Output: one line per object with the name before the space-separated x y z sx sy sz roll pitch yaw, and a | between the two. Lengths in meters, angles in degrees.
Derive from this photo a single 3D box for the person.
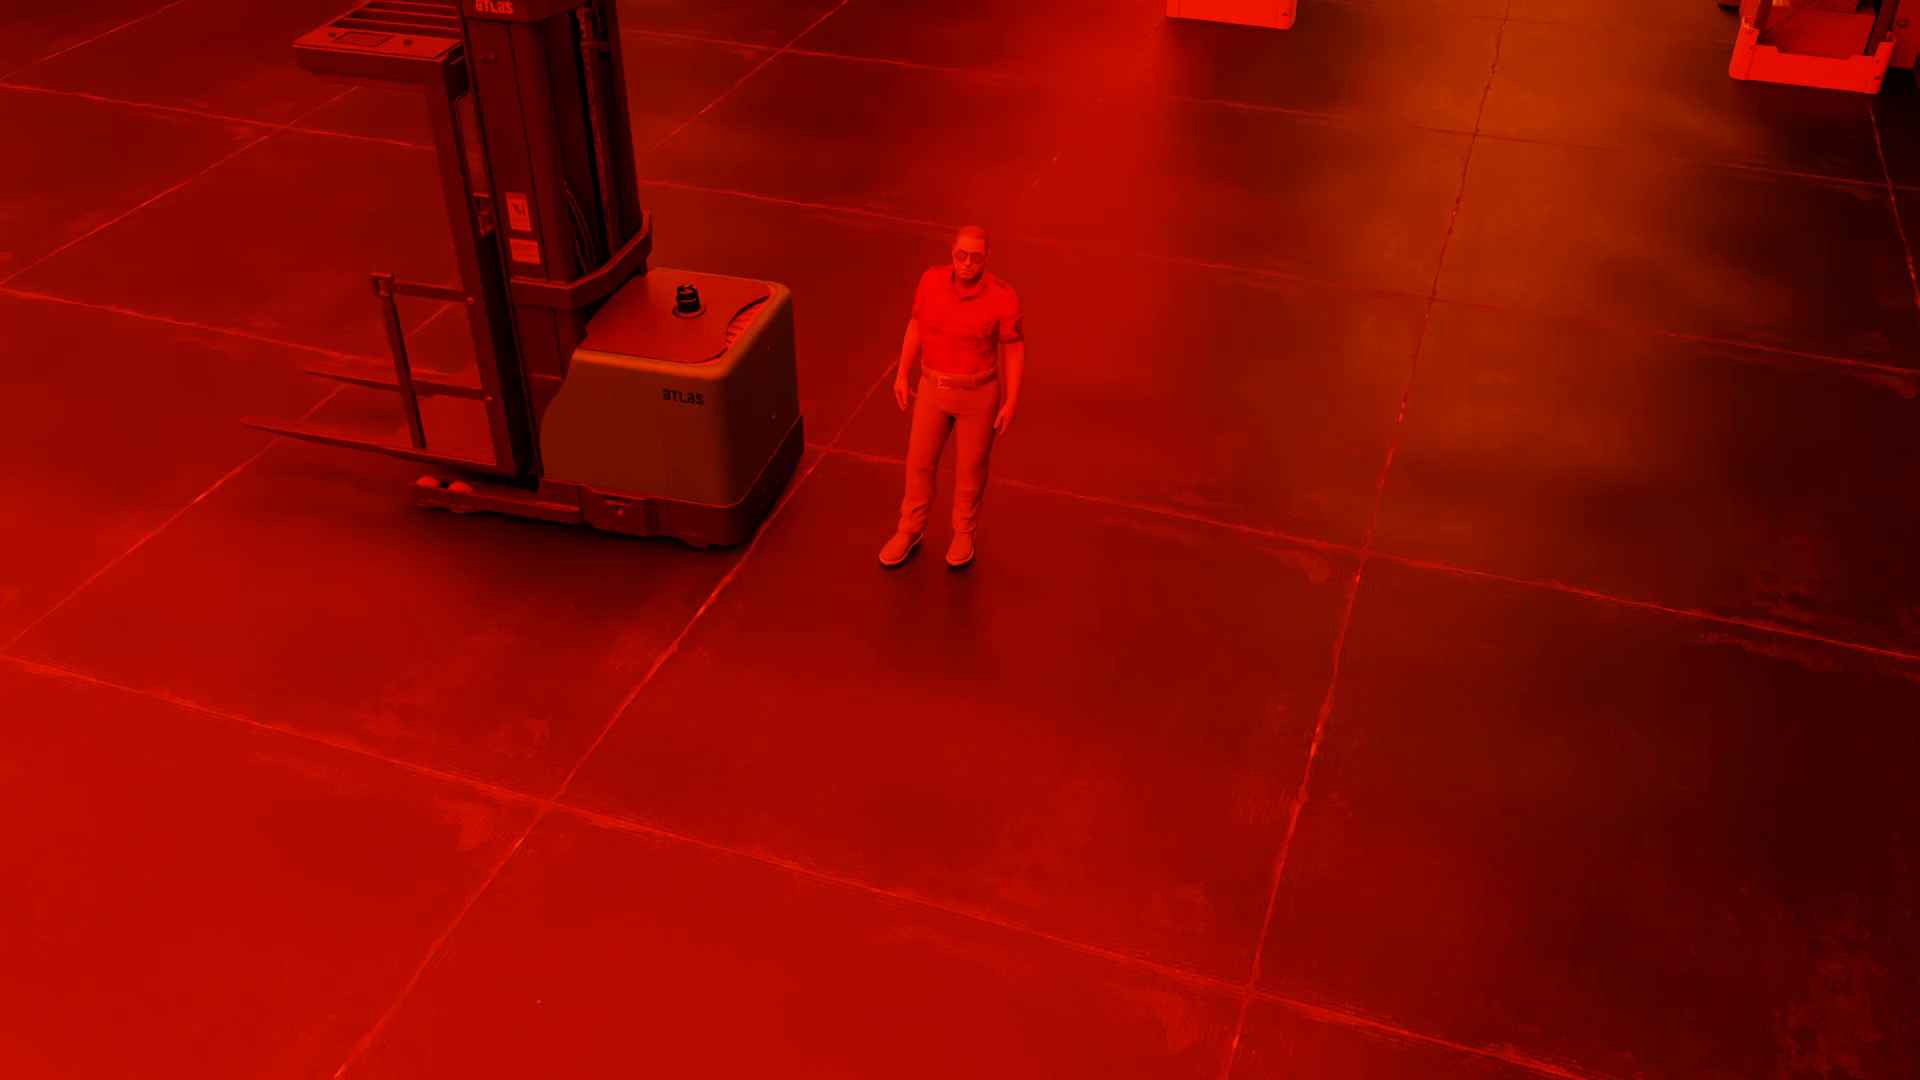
person | -0.041 -0.665 8.074 0.641 1.728 0.550 12 37 16

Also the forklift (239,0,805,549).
forklift | -2.438 -1.620 8.396 3.031 2.935 1.130 9 36 13
